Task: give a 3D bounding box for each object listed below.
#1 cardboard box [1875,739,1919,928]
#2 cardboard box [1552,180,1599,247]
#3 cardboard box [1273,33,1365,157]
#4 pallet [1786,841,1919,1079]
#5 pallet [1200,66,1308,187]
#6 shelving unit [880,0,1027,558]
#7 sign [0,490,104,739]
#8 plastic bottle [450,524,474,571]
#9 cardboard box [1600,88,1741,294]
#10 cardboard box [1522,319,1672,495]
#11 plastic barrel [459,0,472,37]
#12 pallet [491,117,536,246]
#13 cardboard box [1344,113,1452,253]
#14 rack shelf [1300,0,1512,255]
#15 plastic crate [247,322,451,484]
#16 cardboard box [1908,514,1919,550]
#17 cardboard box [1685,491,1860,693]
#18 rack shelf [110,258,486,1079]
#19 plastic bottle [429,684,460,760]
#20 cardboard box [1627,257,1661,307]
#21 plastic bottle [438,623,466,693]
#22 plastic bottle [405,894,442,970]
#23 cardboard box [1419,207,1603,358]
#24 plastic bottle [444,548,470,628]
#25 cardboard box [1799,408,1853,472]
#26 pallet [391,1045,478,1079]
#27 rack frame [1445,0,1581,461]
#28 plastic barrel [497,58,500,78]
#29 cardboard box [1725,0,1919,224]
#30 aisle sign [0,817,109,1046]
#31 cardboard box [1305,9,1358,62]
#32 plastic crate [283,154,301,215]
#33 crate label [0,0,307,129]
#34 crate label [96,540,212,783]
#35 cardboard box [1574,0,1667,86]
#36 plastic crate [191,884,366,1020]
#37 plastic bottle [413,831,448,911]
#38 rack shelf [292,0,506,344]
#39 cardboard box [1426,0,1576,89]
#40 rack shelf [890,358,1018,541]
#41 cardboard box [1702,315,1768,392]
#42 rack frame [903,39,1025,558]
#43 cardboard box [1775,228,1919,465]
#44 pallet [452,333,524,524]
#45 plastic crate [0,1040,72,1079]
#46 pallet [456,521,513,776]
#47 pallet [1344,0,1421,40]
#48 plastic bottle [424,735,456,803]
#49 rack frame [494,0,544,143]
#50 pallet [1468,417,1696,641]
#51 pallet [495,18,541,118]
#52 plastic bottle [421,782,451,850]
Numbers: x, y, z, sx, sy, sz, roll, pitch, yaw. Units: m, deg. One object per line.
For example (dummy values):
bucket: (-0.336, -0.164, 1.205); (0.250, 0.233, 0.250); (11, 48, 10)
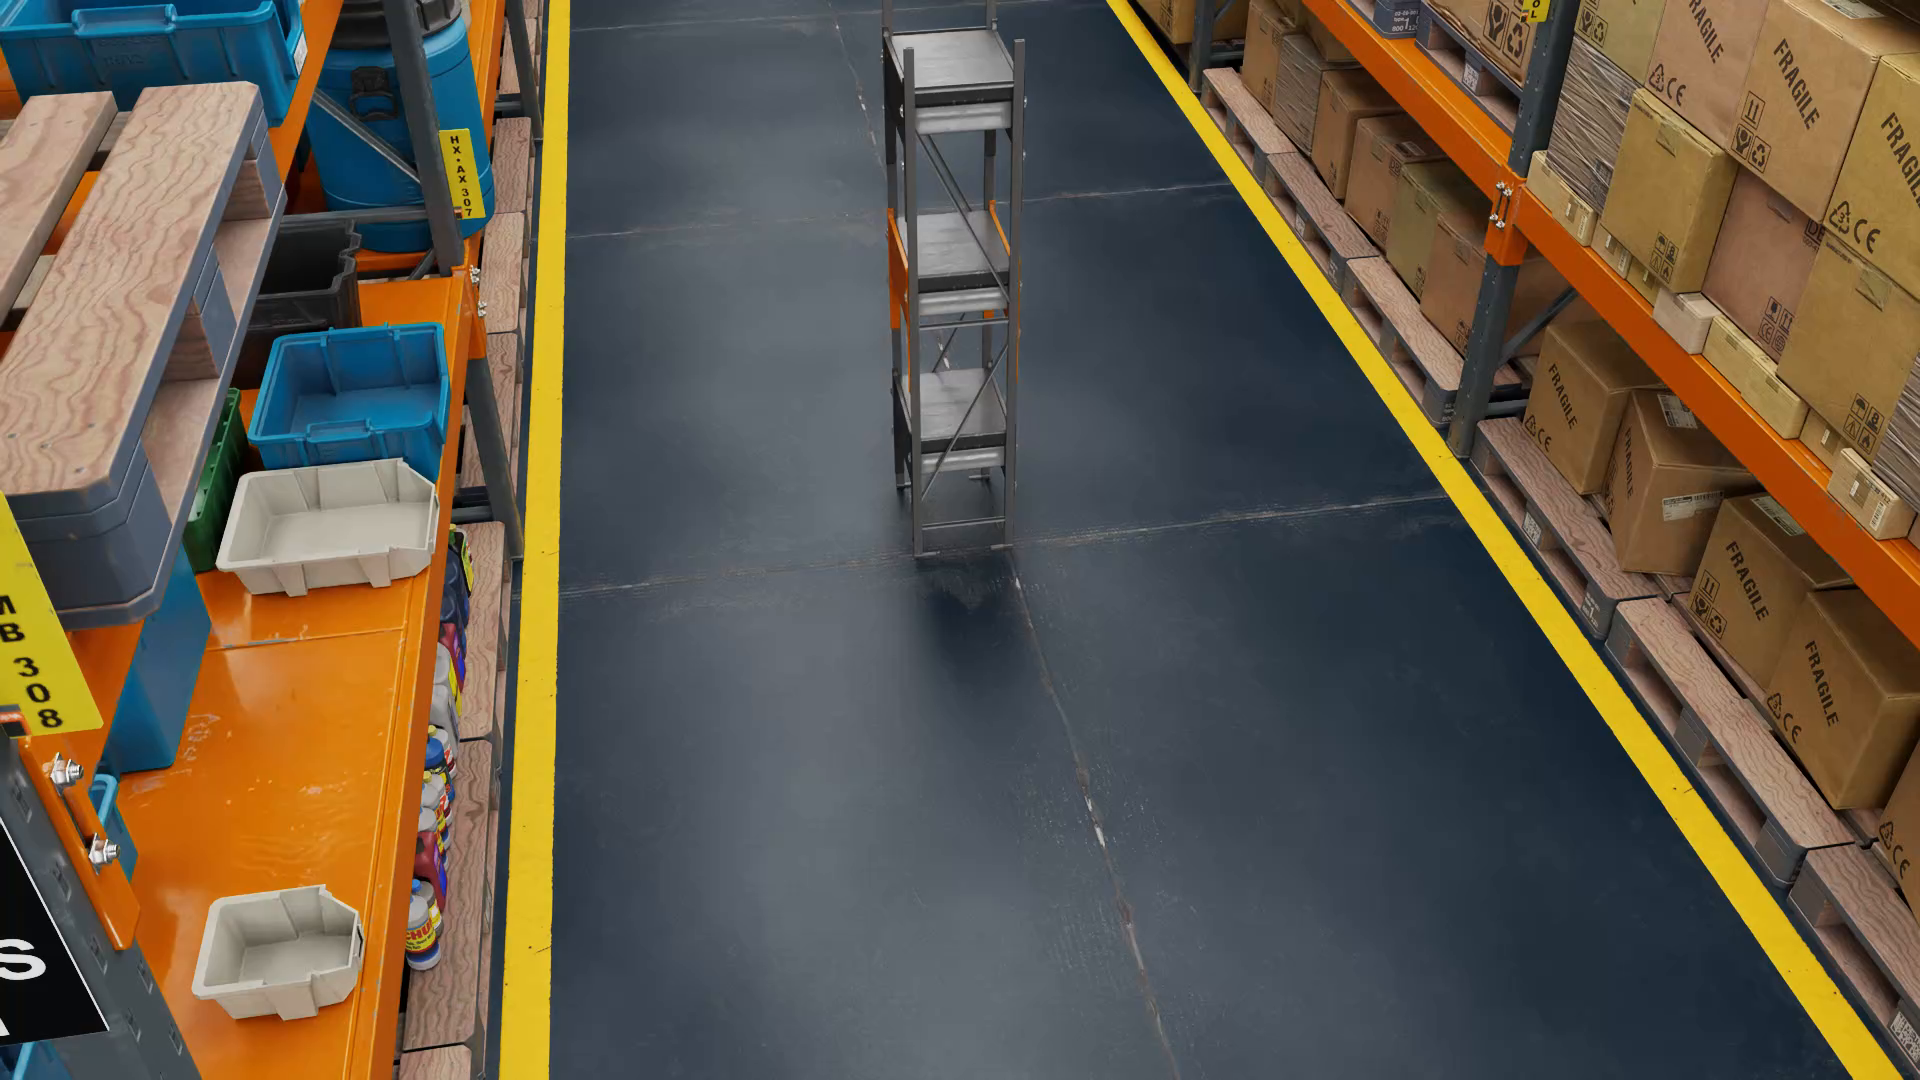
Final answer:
cardboard box: (3.100, 0.881, 4.866); (0.500, 0.500, 0.500); (3, 38, 4)
cardboard box: (2.403, -1.206, 6.062); (0.380, 0.149, 0.250); (-6, 38, -8)
cardboard box: (2.176, -2.486, 9.184); (0.700, 0.500, 0.500); (-9, 39, -12)
pallet: (3.211, 1.357, 4.831); (1.003, 0.211, 1.213); (-6, 38, -8)
pallet: (2.065, -2.462, 9.748); (1.003, 0.211, 1.213); (-6, 38, -8)
shelving unit: (-0.029, -0.929, 6.235); (0.431, 2.100, 0.503); (-6, 38, -8)
sign: (-1.002, 0.084, 1.744); (0.100, 0.325, 0.005); (-6, 38, -8)
plastic bottle: (-1.875, 0.030, 6.189); (0.097, 0.201, 0.097); (0, 38, 0)
cardboard box: (2.702, -1.192, 5.516); (0.875, 0.500, 0.500); (-6, 38, -8)
cardboard box: (2.661, -0.553, 6.712); (0.500, 0.500, 0.500); (-7, 38, -9)
plastic barrel: (-2.402, -2.447, 7.344); (0.433, 0.535, 0.433); (0, 38, 0)
pallet: (-2.849, -1.930, 9.062); (1.003, 0.211, 1.213); (-6, 38, -8)
cardboard box: (2.381, -1.808, 8.311); (0.700, 0.500, 0.500); (-9, 39, -12)
rack shelf: (2.280, -2.544, 8.166); (1.077, 0.370, 4.000); (-6, 38, -8)
plastic crate: (-1.784, -0.389, 4.927); (0.499, 0.251, 0.616); (-6, 38, -8)
cardboard box: (2.843, -0.008, 4.520); (0.380, 0.149, 0.250); (-6, 38, -8)
cardboard box: (2.956, 0.159, 5.795); (0.500, 0.500, 0.500); (-9, 39, -12)
rack shelf: (-1.895, 0.405, 4.370); (1.077, 0.370, 4.000); (-6, 38, -8)
plastic bottle: (-1.734, 0.582, 5.417); (0.152, 0.276, 0.135); (-6, 38, -7)
cardboard box: (2.528, -0.908, 5.679); (0.380, 0.149, 0.250); (-6, 38, -8)
plastic bottle: (-1.746, 0.380, 5.672); (0.061, 0.283, 0.133); (-4, 38, -5)
plastic bottle: (-1.555, 1.104, 4.749); (0.097, 0.271, 0.097); (0, 38, 0)
cardboard box: (2.544, -1.180, 7.502); (0.700, 0.500, 0.500); (-9, 39, -11)
plastic bottle: (-1.849, 0.143, 5.921); (0.144, 0.351, 0.185); (-7, 38, -9)
cardboard box: (2.737, -0.308, 4.906); (0.380, 0.149, 0.250); (-6, 38, -8)
pallet: (-1.741, 1.898, 4.135); (1.003, 0.211, 1.213); (-6, 38, -8)
rack frame: (2.631, -1.620, 6.390); (1.000, 3.000, 0.127); (-6, 38, -8)
plastic barrel: (-3.049, -3.106, 9.729); (0.600, 0.830, 0.708); (-6, 38, -8)
cardboard box: (2.636, -1.269, 4.799); (0.500, 0.500, 0.500); (-6, 38, -8)
aisle sign: (-1.243, 0.314, 1.781); (0.394, 0.787, 0.004); (-6, 38, -8)
cardboard box: (2.179, -2.798, 8.974); (0.500, 0.250, 0.500); (-2, 38, -3)
plastic crate: (-2.632, -1.372, 6.019); (0.402, 0.464, 0.583); (-6, 38, -8)
crate label: (-1.547, -0.963, 3.221); (0.502, 0.251, 0.408); (-6, 38, -8)
crate label: (-2.133, 0.232, 3.977); (0.502, 0.435, 0.616); (-6, 38, -8)
cardboard box: (2.459, -1.872, 5.576); (0.500, 0.500, 0.500); (-6, 38, -8)
plastic crate: (-1.384, 0.858, 3.416); (0.298, 0.136, 0.250); (-6, 38, -8)
plastic bottle: (-1.577, 0.961, 4.924); (0.061, 0.283, 0.133); (-6, 38, -7)
rack shelf: (-2.596, -2.011, 7.480); (1.077, 0.370, 4.000); (-6, 38, -8)
cardboard box: (2.629, -2.517, 6.714); (1.000, 1.000, 1.000); (-6, 38, -8)
rack shelf: (-0.029, -0.366, 6.672); (0.431, 0.518, 0.480); (-6, 38, -8)
cardboard box: (2.616, -0.606, 5.290); (0.380, 0.149, 0.250); (-6, 38, -8)
rack frame: (0.014, -0.782, 6.045); (0.400, 2.100, 0.015); (-6, 38, -8)
cardboard box: (2.936, -0.595, 4.747); (0.875, 0.500, 0.500); (-6, 38, -8)
pallet: (-2.421, -0.456, 7.165); (1.003, 0.211, 1.213); (-6, 38, -8)
plastic crate: (-1.927, 1.118, 2.988); (0.499, 0.251, 0.616); (-6, 38, -8)
pallet: (-2.169, 0.424, 6.032); (1.003, 0.211, 1.213); (-6, 38, -8)
pallet: (2.317, -2.769, 8.025); (1.003, 0.211, 1.213); (-6, 38, -8)
plastic bottle: (-1.668, 0.714, 5.251); (0.097, 0.271, 0.097); (0, 38, 0)
rack frame: (-2.947, -3.503, 8.814); (1.000, 3.000, 0.127); (-6, 38, -8)
pallet: (2.783, -0.117, 6.728); (1.003, 0.211, 1.213); (-6, 38, -8)
pallet: (-3.126, -2.874, 10.277); (1.003, 0.211, 1.213); (-6, 38, -8)
plastic bottle: (-1.633, 0.837, 5.093); (0.097, 0.271, 0.097); (0, 38, 0)
